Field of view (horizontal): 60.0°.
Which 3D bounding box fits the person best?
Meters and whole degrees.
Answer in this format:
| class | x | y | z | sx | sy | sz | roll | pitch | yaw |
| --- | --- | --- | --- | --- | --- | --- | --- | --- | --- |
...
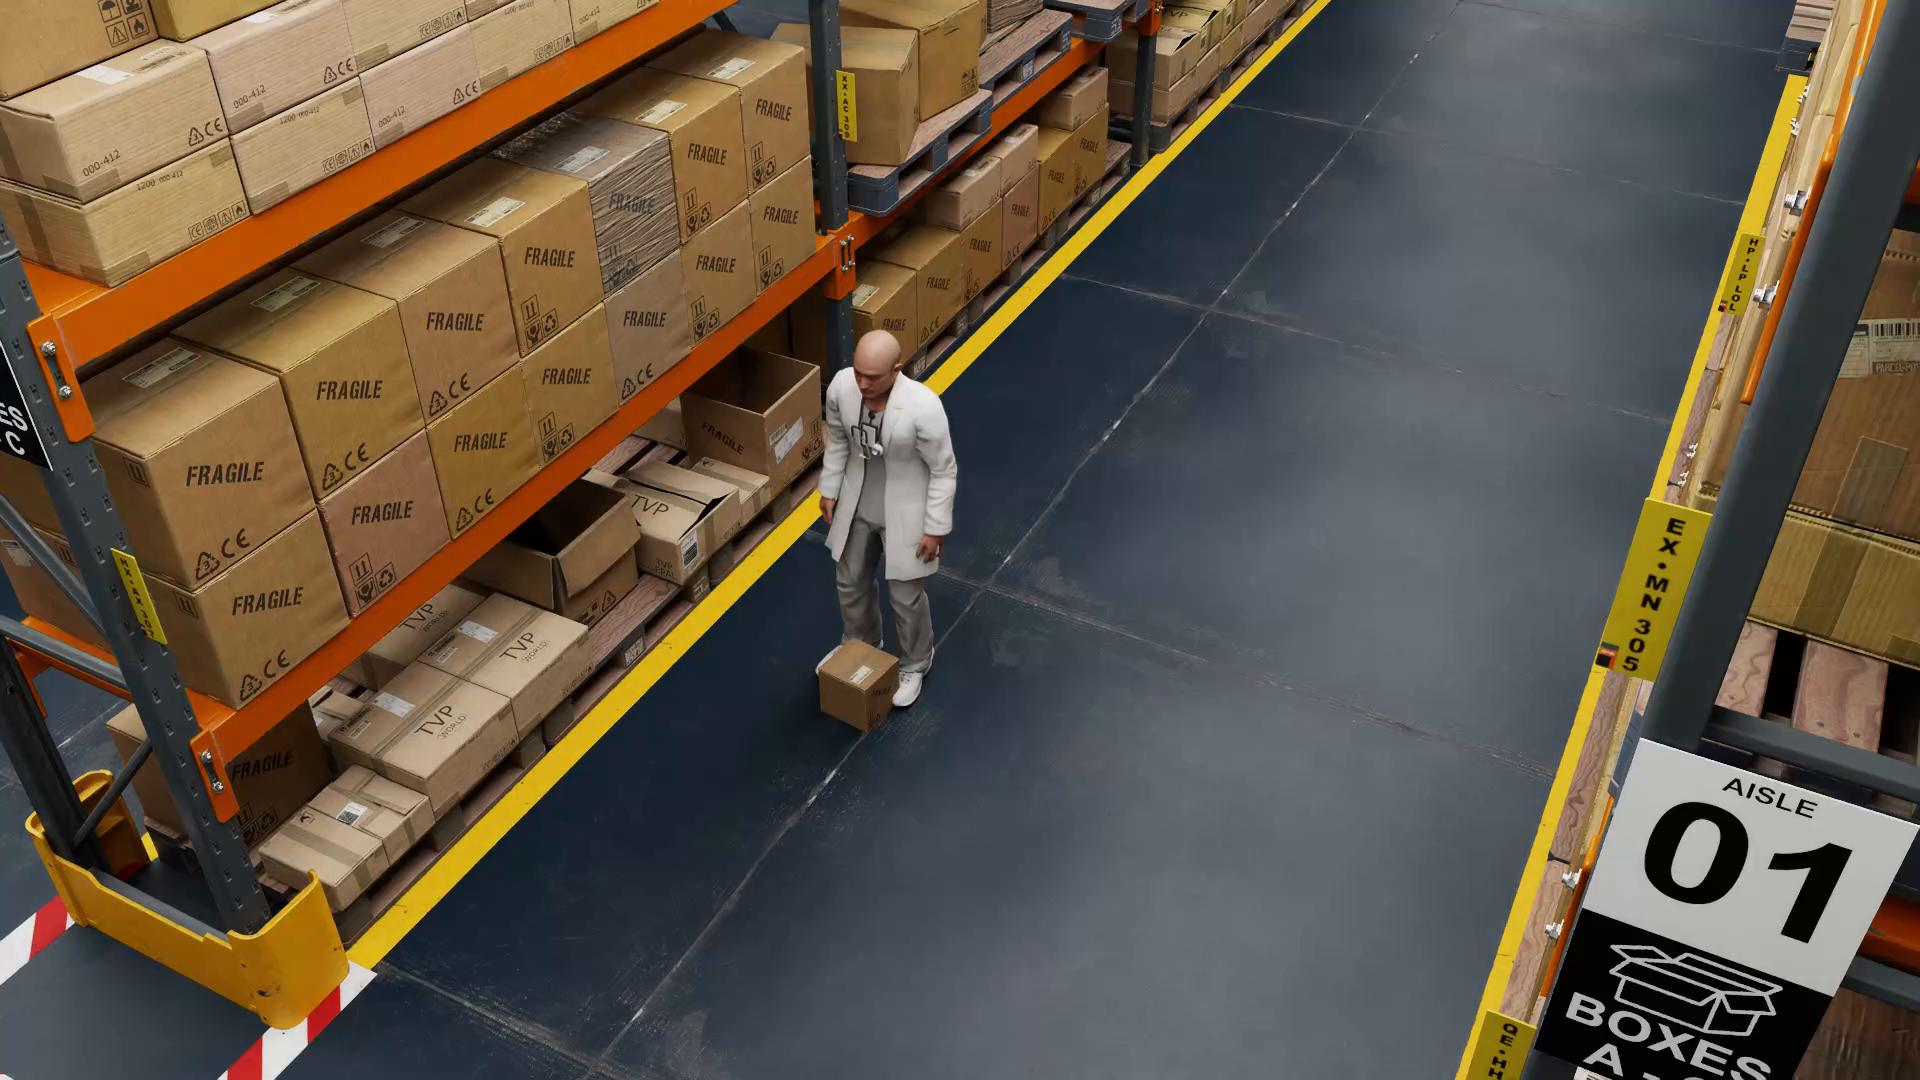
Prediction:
| class | x | y | z | sx | sy | sz | roll | pitch | yaw |
| --- | --- | --- | --- | --- | --- | --- | --- | --- | --- |
| person | -0.316 | -0.114 | 6.912 | 0.640 | 1.773 | 0.425 | 19 | 41 | 23 |
